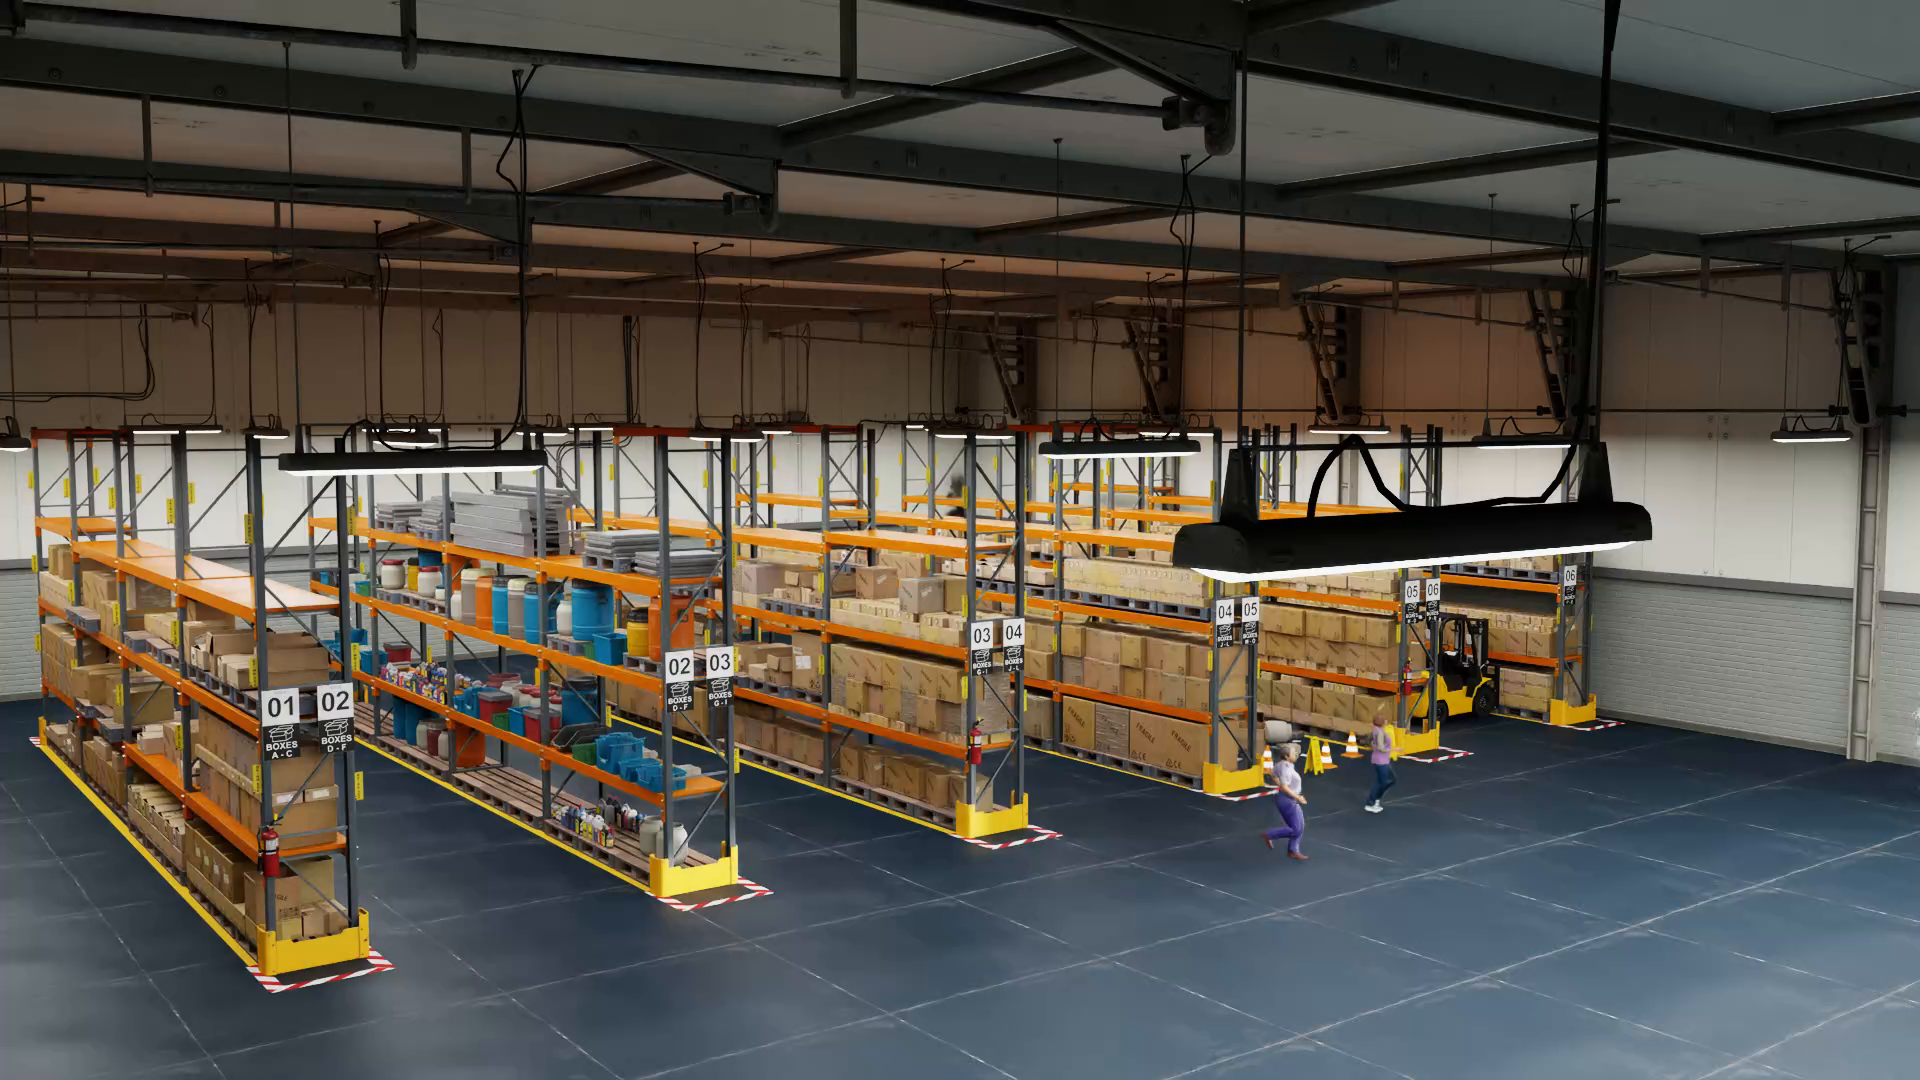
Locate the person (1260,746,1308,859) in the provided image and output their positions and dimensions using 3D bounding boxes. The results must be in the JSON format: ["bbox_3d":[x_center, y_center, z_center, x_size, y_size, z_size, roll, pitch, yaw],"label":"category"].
[{"bbox_3d":[4.570,3.705,23.438,0.694,1.619,0.616,0,4,1],"label":"person"}]

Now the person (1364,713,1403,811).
[{"bbox_3d":[6.647,3.486,26.083,0.580,1.564,0.519,1,5,11],"label":"person"}]
